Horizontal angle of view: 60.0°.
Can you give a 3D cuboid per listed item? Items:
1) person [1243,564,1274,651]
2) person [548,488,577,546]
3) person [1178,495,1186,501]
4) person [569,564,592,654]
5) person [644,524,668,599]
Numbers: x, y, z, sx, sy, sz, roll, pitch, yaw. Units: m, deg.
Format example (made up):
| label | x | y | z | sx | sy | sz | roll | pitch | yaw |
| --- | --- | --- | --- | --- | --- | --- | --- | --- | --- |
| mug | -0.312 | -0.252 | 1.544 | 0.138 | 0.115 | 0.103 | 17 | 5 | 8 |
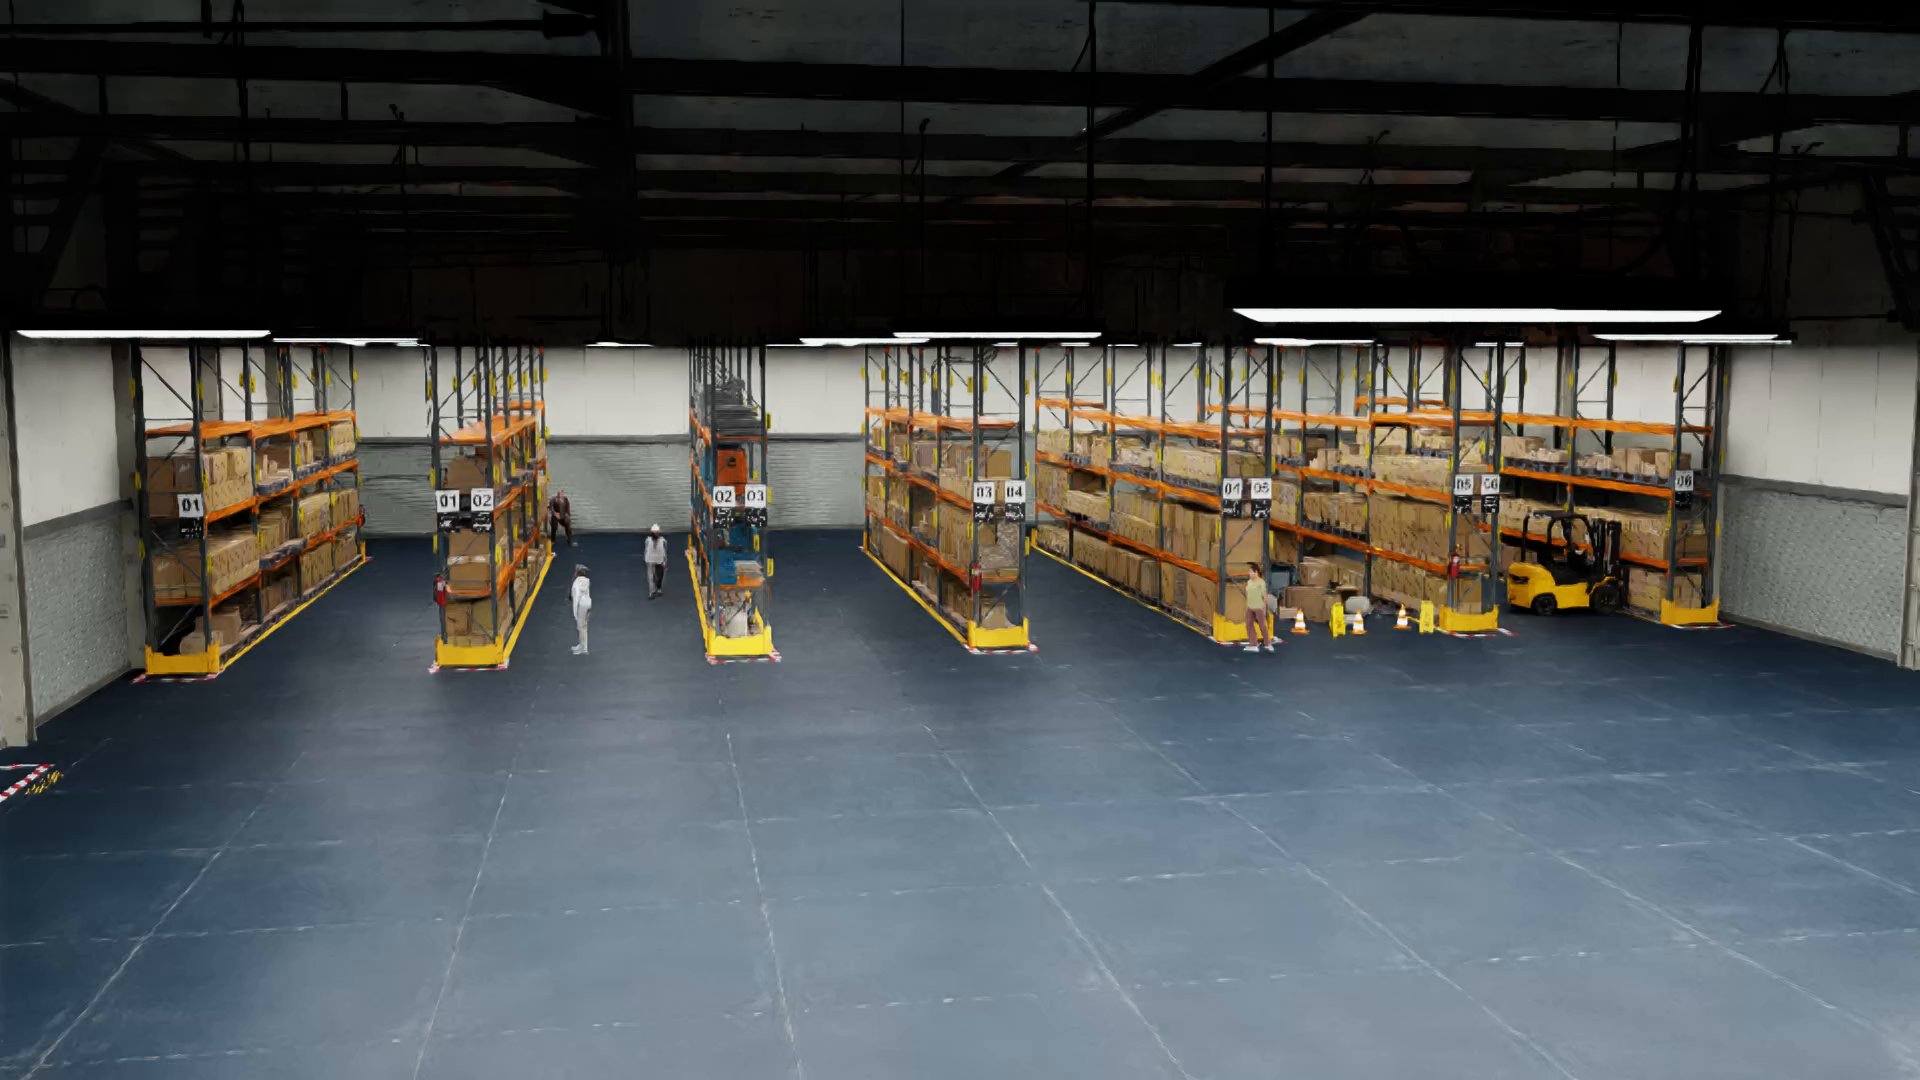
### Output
| label | x | y | z | sx | sy | sz | roll | pitch | yaw |
| --- | --- | --- | --- | --- | --- | --- | --- | --- | --- |
| person | 5.694 | 1.294 | 31.671 | 0.543 | 1.641 | 0.565 | -5 | 8 | -39 |
| person | -11.634 | -0.678 | 48.369 | 0.737 | 1.714 | 0.888 | -4 | 7 | -28 |
| person | 6.148 | -0.469 | 46.184 | 0.557 | 1.784 | 0.639 | 1 | 7 | 7 |
| person | -7.193 | 1.288 | 31.417 | 0.459 | 1.677 | 0.525 | 2 | 7 | 20 |
| person | -6.999 | 0.479 | 38.347 | 0.543 | 1.700 | 1.119 | -1 | 7 | -13 |
